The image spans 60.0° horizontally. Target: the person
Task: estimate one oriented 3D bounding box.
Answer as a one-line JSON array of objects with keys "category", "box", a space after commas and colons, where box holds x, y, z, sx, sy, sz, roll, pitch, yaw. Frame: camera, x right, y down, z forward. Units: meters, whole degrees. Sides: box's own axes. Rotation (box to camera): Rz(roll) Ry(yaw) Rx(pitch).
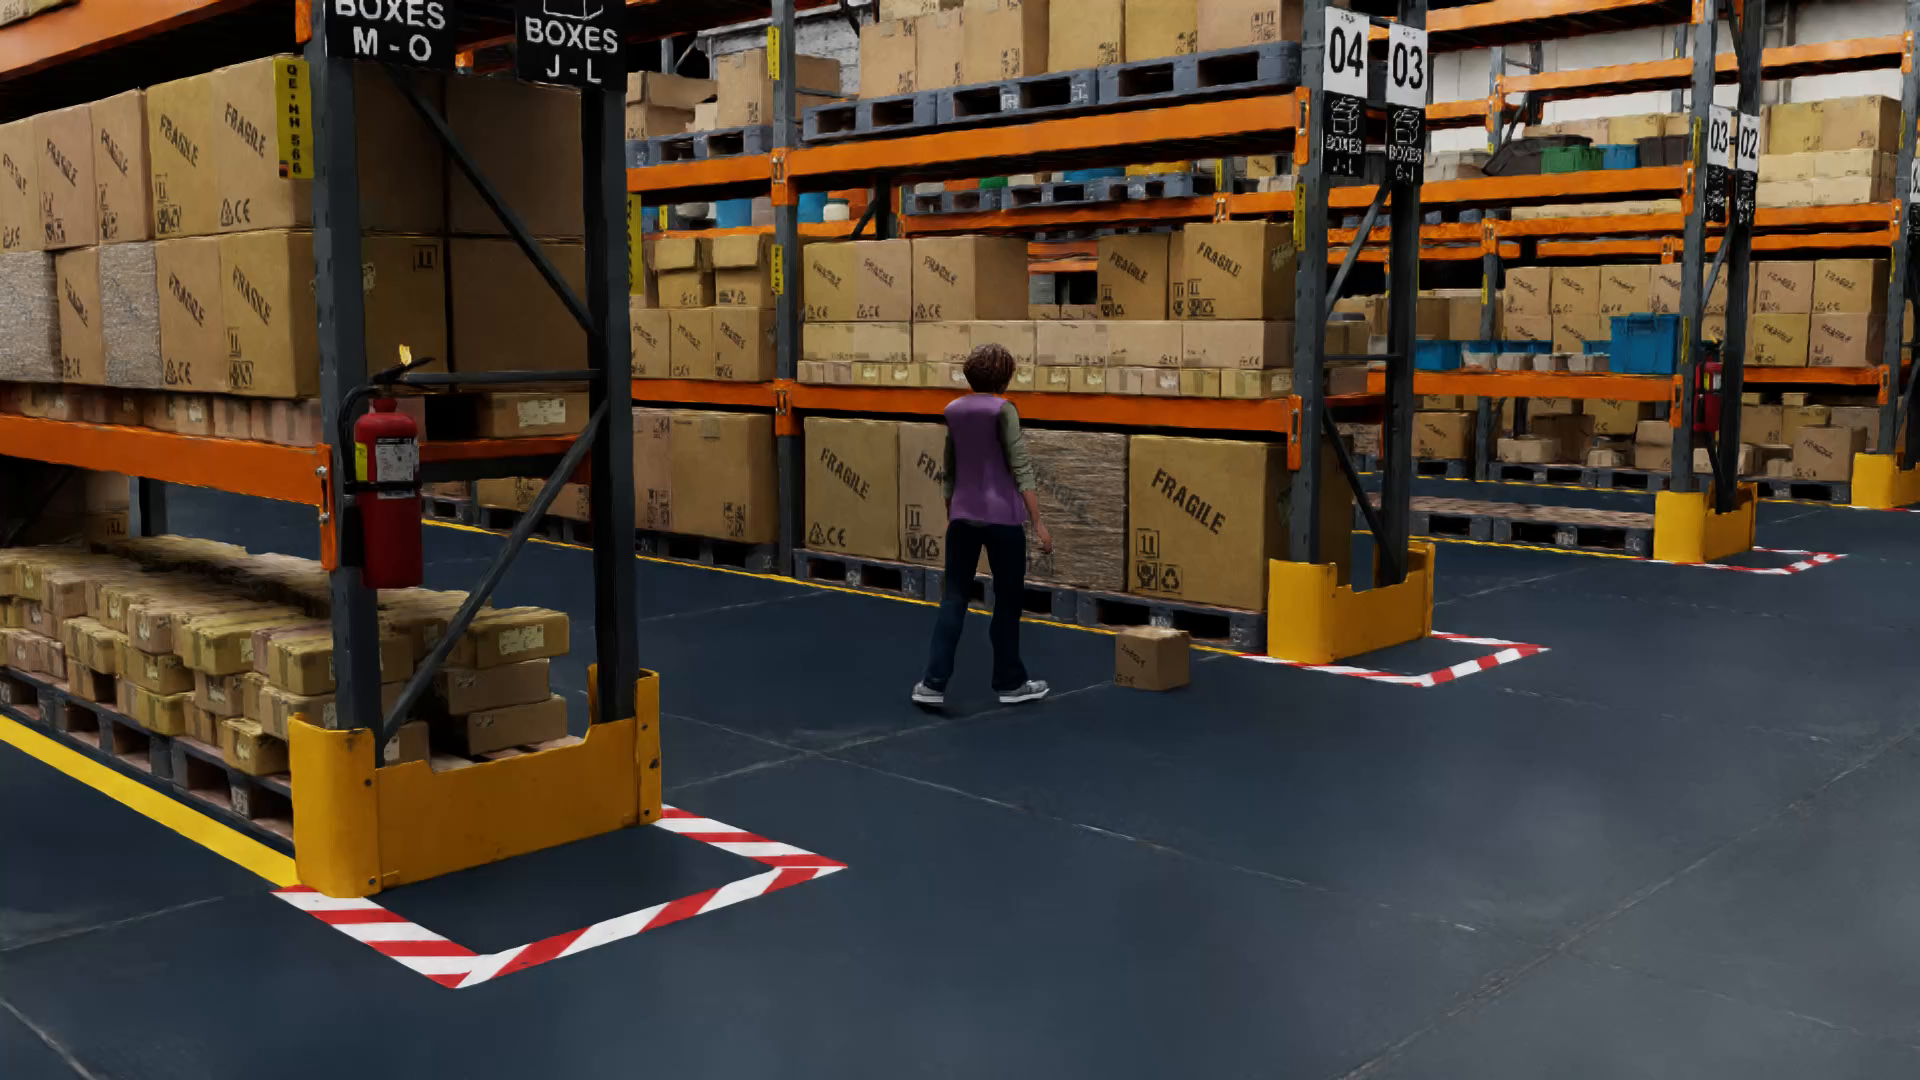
[{"category": "person", "box": [0.131, -0.066, 7.245, 0.634, 1.583, 0.584, 5, 9, 35]}]
